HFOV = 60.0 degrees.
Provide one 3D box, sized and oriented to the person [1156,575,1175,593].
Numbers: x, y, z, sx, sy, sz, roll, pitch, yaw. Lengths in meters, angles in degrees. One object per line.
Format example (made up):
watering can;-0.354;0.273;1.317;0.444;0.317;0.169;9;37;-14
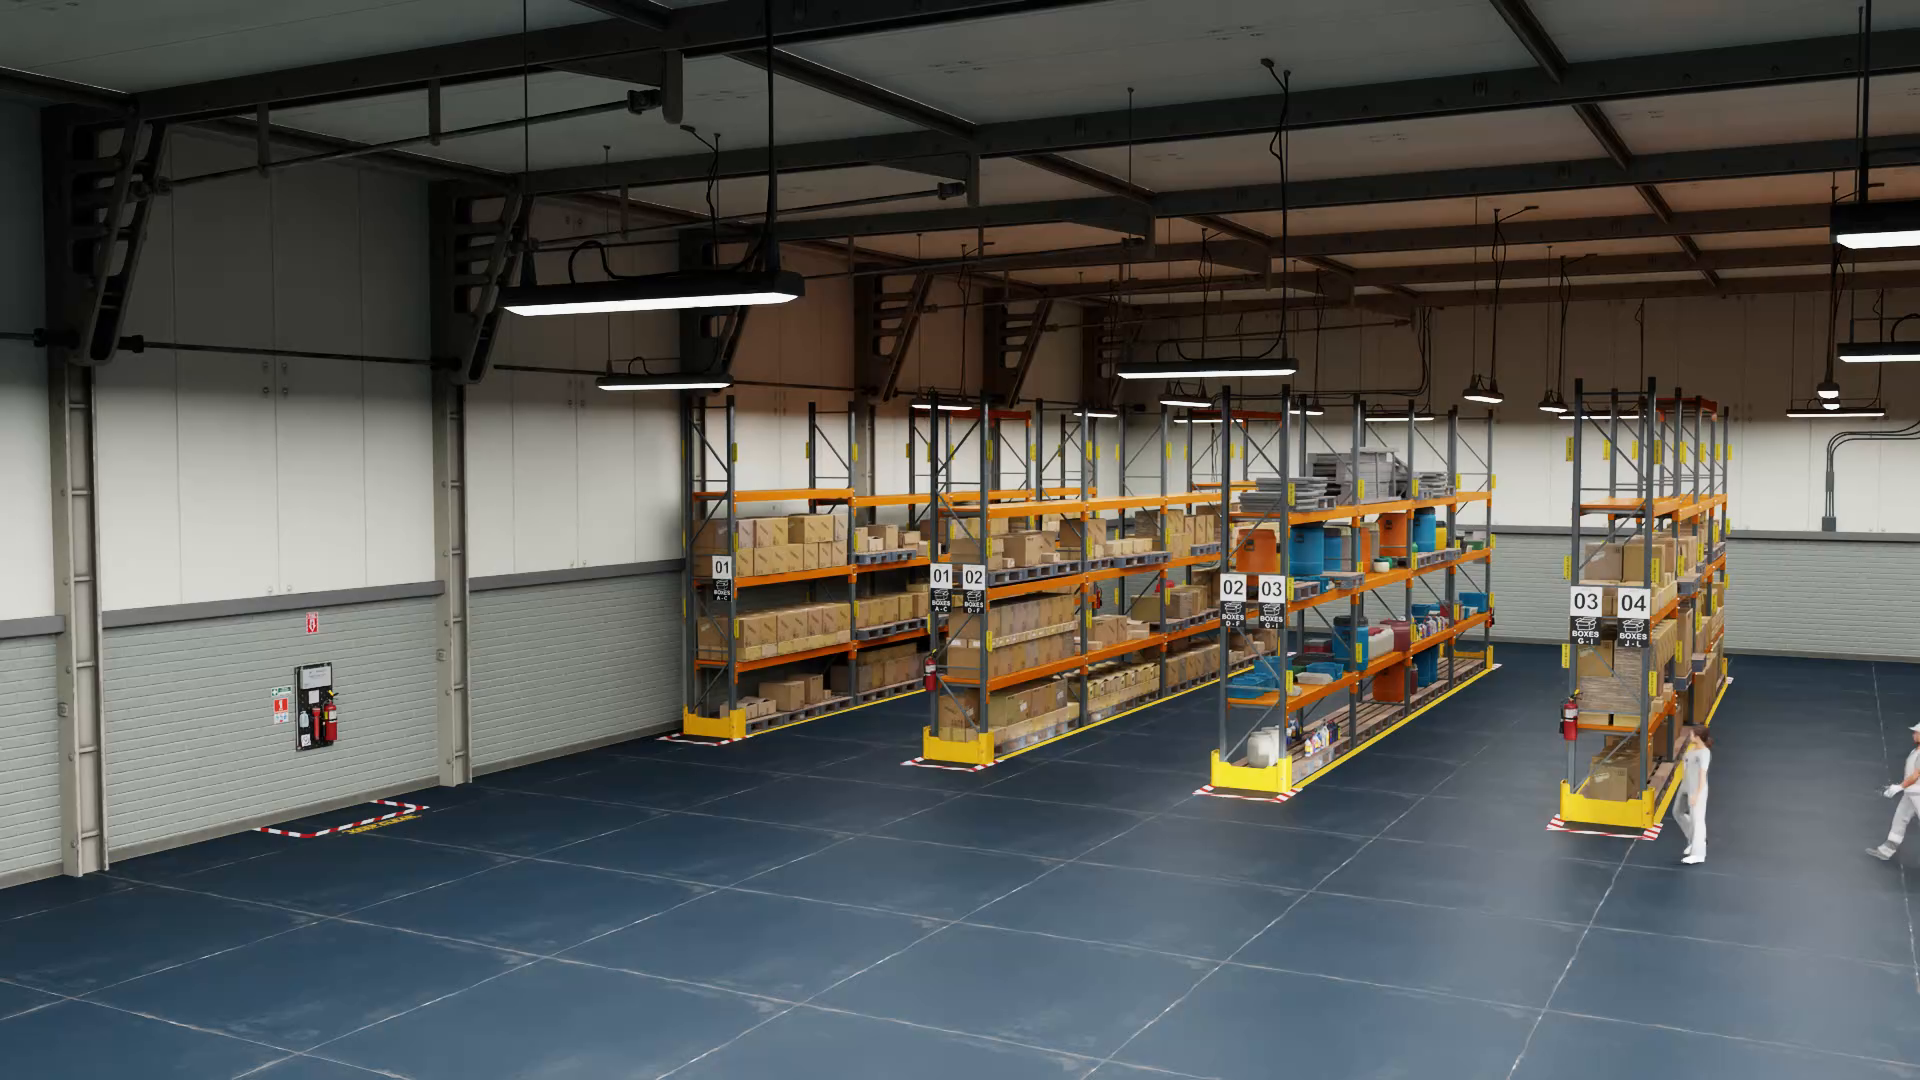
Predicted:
person;5.718;1.757;45.395;0.722;1.719;0.479;0;3;6

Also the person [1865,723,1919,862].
person;11.555;3.071;20.116;1.060;1.745;0.662;2;4;34

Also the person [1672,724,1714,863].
person;9.004;3.082;20.397;0.462;1.675;0.550;0;3;-4
